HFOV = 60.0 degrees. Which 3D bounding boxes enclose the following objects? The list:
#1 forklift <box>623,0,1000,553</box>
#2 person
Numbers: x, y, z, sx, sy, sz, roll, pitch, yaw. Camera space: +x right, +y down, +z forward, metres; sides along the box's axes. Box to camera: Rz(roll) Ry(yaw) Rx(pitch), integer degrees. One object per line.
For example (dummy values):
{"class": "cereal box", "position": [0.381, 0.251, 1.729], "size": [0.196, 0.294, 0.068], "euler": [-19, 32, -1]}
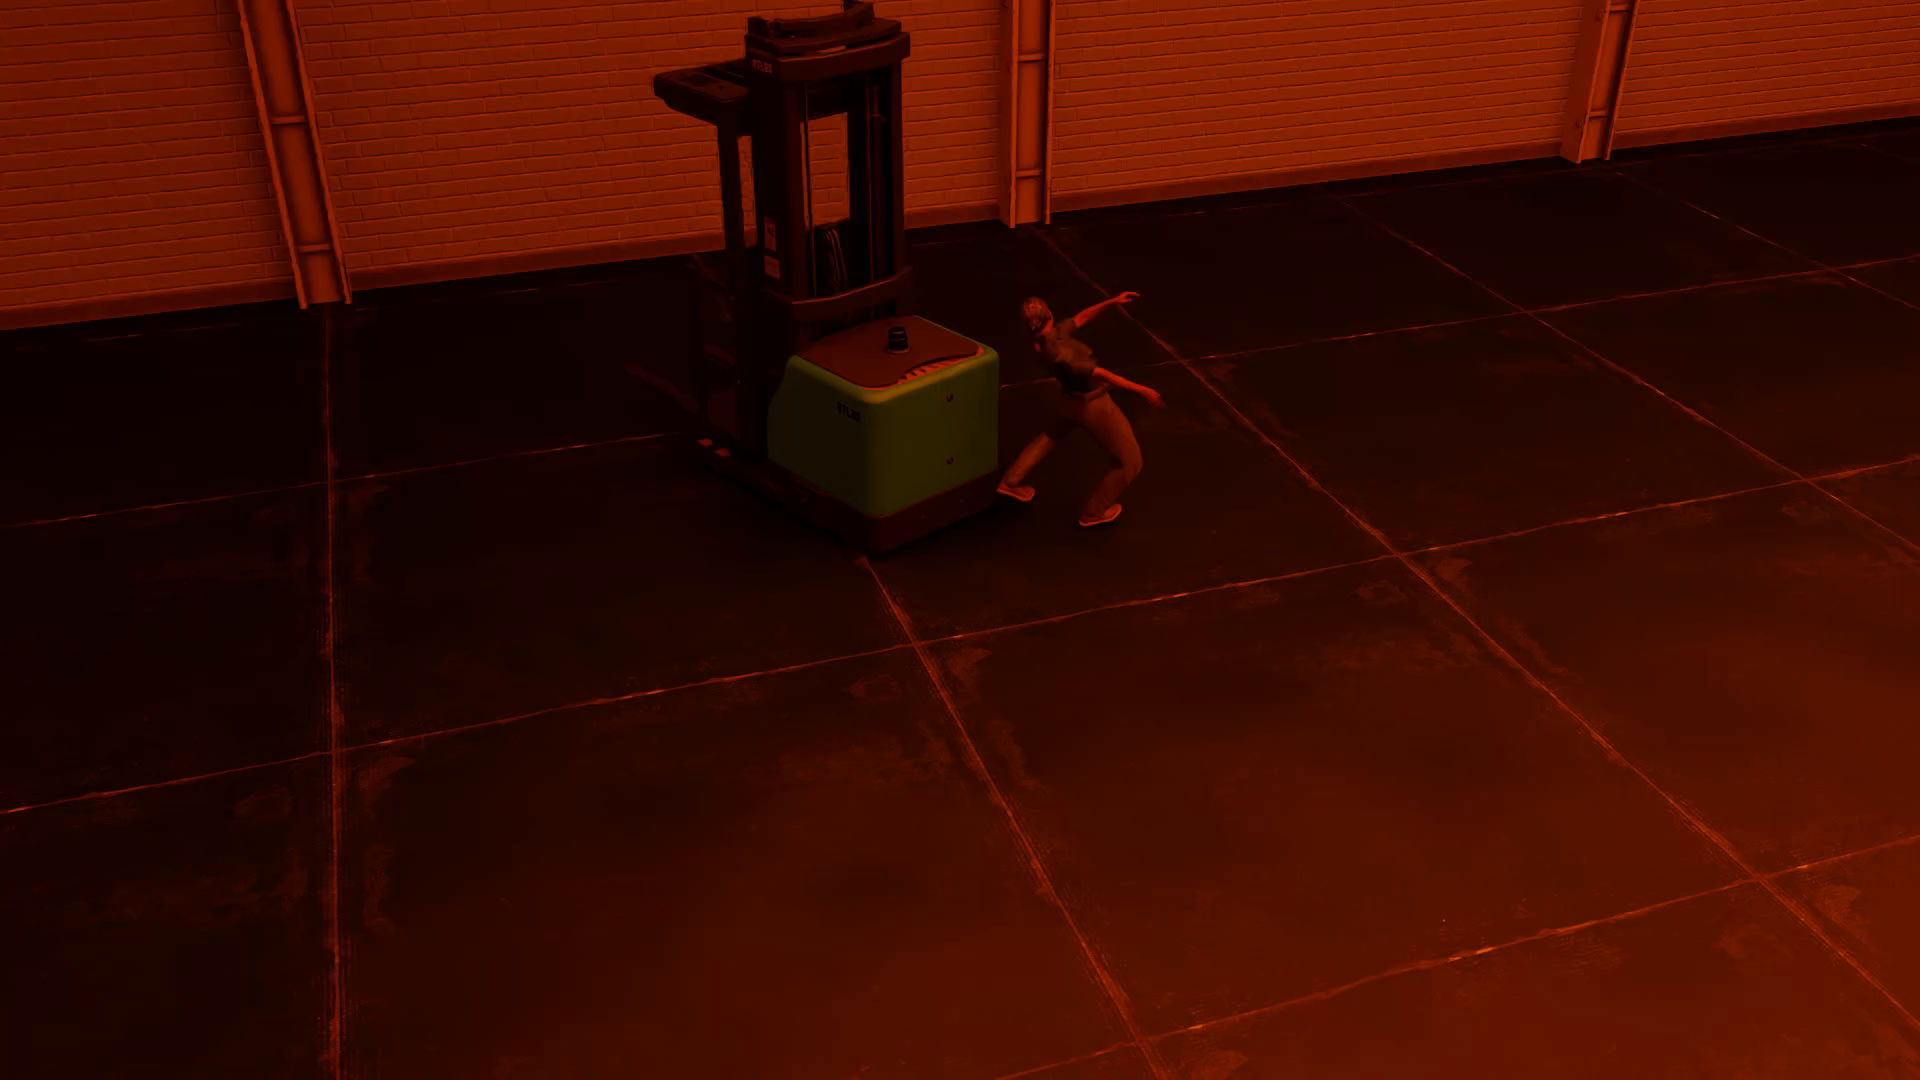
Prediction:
{"class": "forklift", "position": [-1.112, -1.846, 10.296], "size": [1.130, 2.935, 3.031], "euler": [-24, 38, -35]}
{"class": "person", "position": [0.777, -0.744, 9.842], "size": [0.747, 1.409, 0.965], "euler": [-22, 37, -33]}
